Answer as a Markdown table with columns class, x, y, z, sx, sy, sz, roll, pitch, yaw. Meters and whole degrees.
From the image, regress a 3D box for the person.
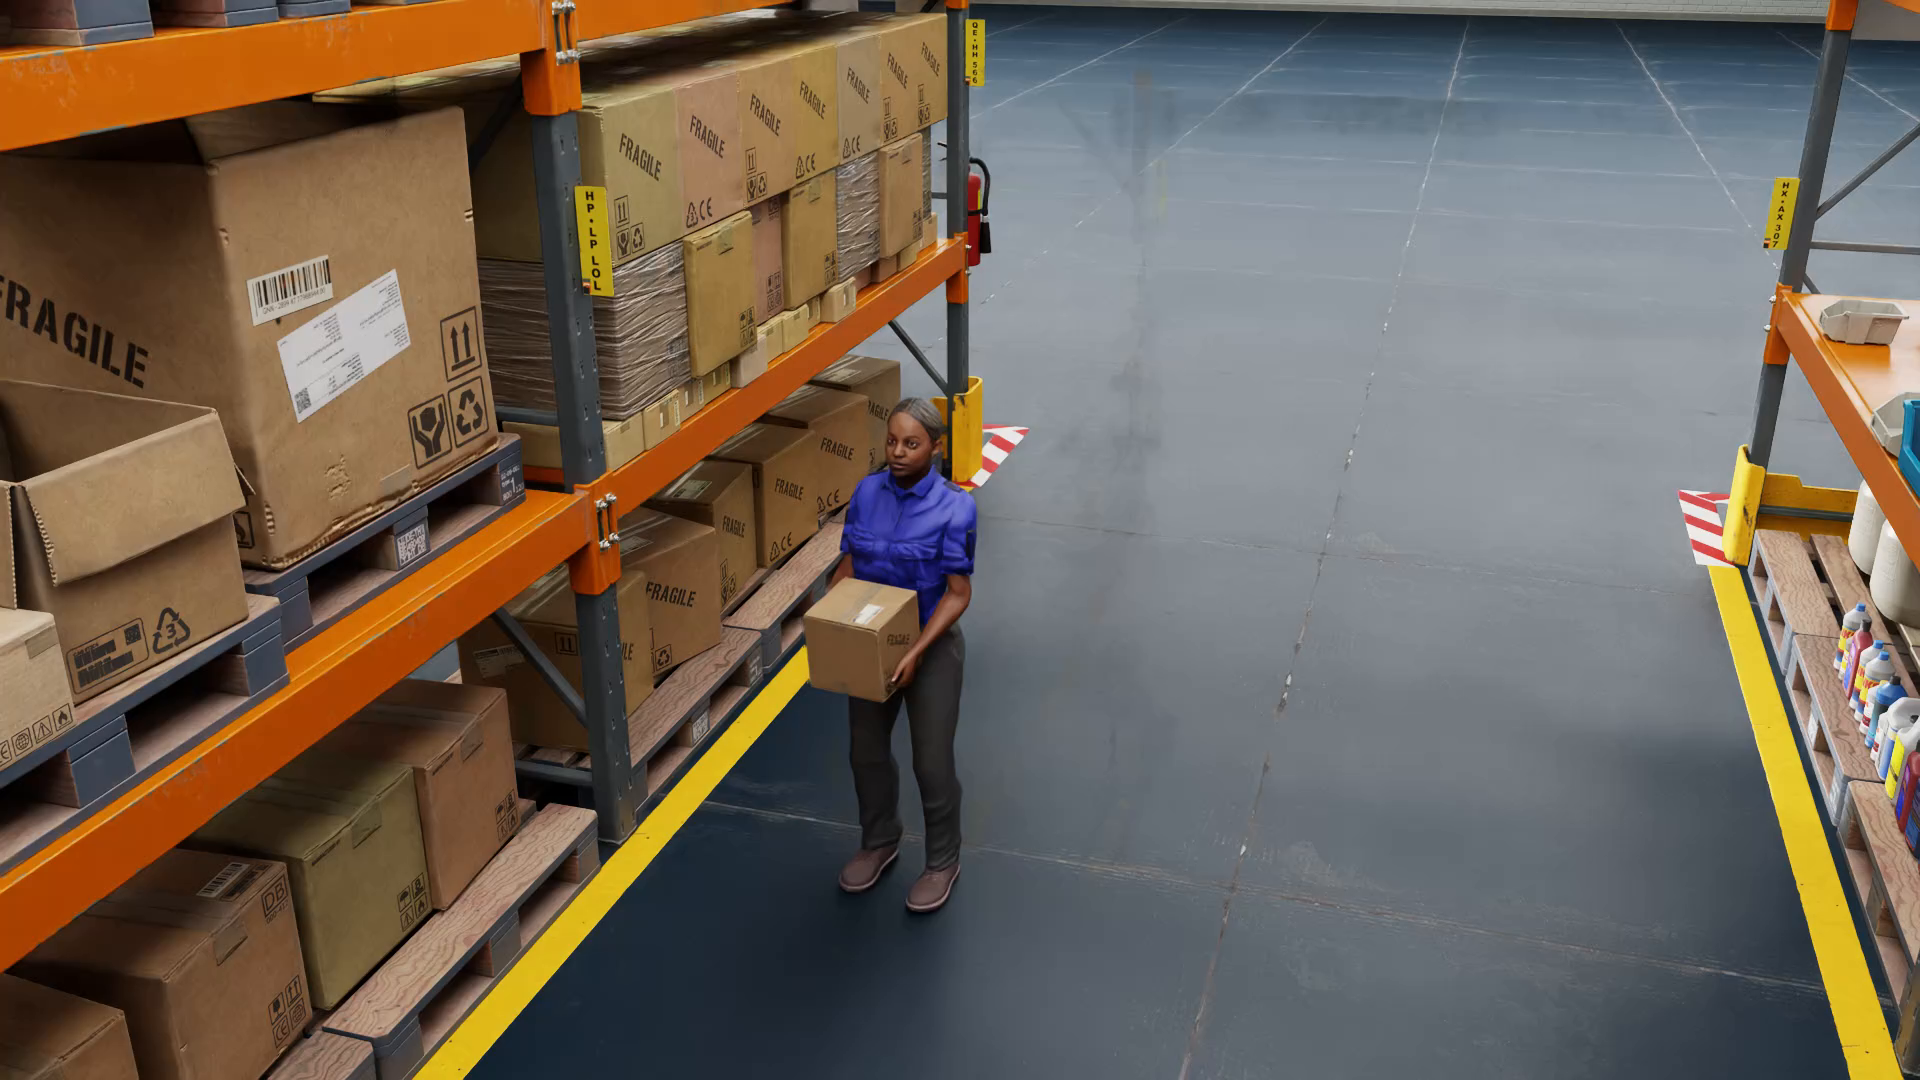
| class | x | y | z | sx | sy | sz | roll | pitch | yaw |
| --- | --- | --- | --- | --- | --- | --- | --- | --- | --- |
| person | -0.206 | 0.385 | 5.148 | 0.460 | 1.653 | 0.500 | 11 | 24 | 24 |
